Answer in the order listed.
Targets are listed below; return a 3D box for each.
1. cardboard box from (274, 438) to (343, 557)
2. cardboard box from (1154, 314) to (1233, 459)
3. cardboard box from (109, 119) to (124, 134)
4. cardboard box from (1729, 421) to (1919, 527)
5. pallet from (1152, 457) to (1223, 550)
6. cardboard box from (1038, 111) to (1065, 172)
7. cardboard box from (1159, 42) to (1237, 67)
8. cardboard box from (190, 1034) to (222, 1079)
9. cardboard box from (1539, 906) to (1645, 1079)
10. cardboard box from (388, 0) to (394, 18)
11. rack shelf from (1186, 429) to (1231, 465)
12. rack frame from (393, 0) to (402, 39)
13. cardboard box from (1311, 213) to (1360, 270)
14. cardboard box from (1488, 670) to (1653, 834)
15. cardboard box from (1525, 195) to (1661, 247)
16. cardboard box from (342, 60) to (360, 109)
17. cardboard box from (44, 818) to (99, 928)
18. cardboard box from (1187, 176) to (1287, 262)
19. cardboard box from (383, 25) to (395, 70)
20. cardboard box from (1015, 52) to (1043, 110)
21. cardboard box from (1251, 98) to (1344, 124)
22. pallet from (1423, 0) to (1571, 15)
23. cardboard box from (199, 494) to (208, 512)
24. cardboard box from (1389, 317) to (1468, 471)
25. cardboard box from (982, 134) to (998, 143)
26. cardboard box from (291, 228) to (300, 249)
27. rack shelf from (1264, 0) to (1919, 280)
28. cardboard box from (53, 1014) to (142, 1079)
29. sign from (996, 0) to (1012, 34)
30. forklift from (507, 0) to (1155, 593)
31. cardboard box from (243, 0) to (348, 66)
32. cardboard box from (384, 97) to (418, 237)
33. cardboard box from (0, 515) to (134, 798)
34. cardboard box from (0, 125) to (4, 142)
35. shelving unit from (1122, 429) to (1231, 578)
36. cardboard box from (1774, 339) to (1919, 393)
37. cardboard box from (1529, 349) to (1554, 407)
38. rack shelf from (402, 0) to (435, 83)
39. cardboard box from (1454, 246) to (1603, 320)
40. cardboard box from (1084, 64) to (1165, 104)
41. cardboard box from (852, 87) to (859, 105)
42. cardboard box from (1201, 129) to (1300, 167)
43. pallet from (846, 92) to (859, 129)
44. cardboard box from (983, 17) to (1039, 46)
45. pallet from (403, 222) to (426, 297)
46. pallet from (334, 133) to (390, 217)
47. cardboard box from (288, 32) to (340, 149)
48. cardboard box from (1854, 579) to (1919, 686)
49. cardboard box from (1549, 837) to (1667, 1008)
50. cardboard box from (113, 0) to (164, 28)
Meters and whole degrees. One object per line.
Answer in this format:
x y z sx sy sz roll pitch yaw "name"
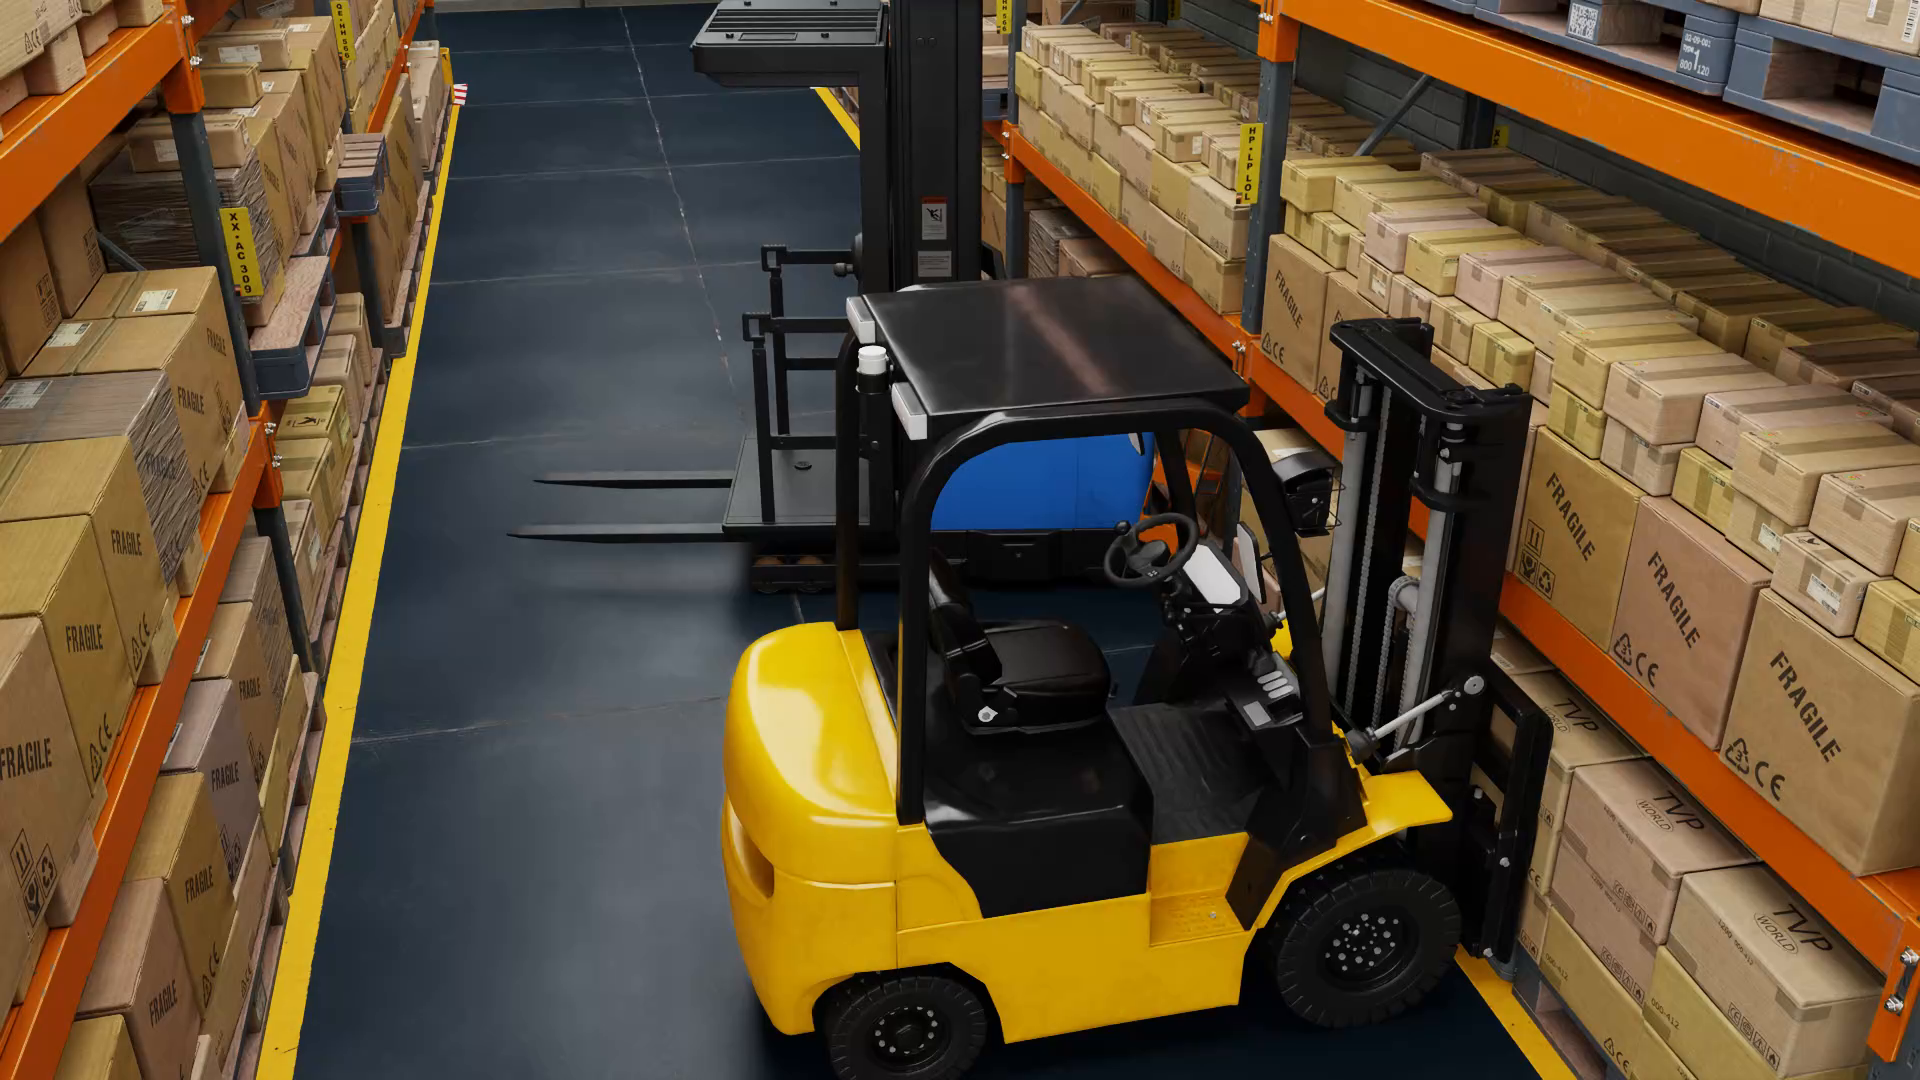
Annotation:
-3.418 -0.156 7.680 0.950 0.372 0.625 -4 27 -8 "cardboard box"
1.407 -0.799 8.673 0.875 0.625 0.625 -6 27 -12 "cardboard box"
-3.624 -1.732 6.725 0.380 0.149 0.250 -7 28 -13 "cardboard box"
2.147 -0.166 4.089 0.380 0.149 0.250 -5 27 -10 "cardboard box"
1.499 -0.177 8.366 1.003 0.211 1.213 -6 27 -12 "pallet"
0.772 -2.350 9.744 0.500 0.250 0.500 -7 28 -13 "cardboard box"
1.362 -2.746 9.531 0.380 0.149 0.250 -6 28 -13 "cardboard box"
-2.251 1.593 4.351 0.500 0.250 0.500 -5 27 -10 "cardboard box"
2.088 1.301 4.930 0.500 0.250 0.500 -6 27 -12 "cardboard box"
-4.599 -4.096 12.647 0.500 0.250 0.500 -6 27 -12 "cardboard box"
1.093 -0.500 7.488 0.240 0.259 0.215 25 16 40 "rack shelf"
-4.935 -4.108 13.061 1.000 3.000 0.127 -6 27 -12 "rack frame"
1.578 -1.156 6.381 0.380 0.149 0.250 -5 27 -10 "cardboard box"
1.952 0.633 5.143 0.500 0.250 0.500 -6 27 -11 "cardboard box"
2.275 -1.127 5.993 0.380 0.149 0.250 -6 27 -13 "cardboard box"
-3.907 -2.756 9.993 0.500 0.250 0.500 -6 27 -12 "cardboard box"
-2.170 0.751 3.711 0.380 0.149 0.250 -6 27 -11 "cardboard box"
1.343 -1.448 7.401 0.500 0.250 0.500 -7 28 -13 "cardboard box"
-4.475 -3.646 12.312 0.500 0.250 0.500 -6 27 -12 "cardboard box"
0.639 -2.792 10.065 0.500 0.250 0.500 -6 27 -12 "cardboard box"
1.659 -2.067 8.186 0.380 0.149 0.250 -6 27 -12 "cardboard box"
1.920 -2.030 5.712 1.003 0.211 1.213 -6 27 -12 "pallet"
-2.717 -0.143 5.483 0.380 0.149 0.250 -6 27 -11 "cardboard box"
1.797 -0.476 5.754 0.500 0.500 0.500 -6 27 -12 "cardboard box"
0.263 -2.877 12.209 0.380 0.149 0.250 -6 27 -12 "cardboard box"
-3.206 -1.399 7.507 0.380 0.149 0.250 -6 27 -11 "cardboard box"
2.154 -1.242 4.851 1.077 0.370 4.000 -6 27 -12 "rack shelf"
-2.149 1.472 3.757 0.500 0.500 0.500 -7 28 -13 "cardboard box"
0.275 -3.280 10.223 0.100 0.325 0.005 -6 27 -12 "sign"
-0.625 -1.302 7.576 3.031 2.935 1.130 -1 27 -1 "forklift"
-3.907 -3.085 9.812 0.500 0.500 0.500 -7 28 -13 "cardboard box"
-4.506 -2.688 12.138 0.875 0.875 0.875 -5 27 -10 "cardboard box"
-2.303 0.295 3.895 0.500 0.500 0.500 -6 27 -13 "cardboard box"
-2.383 -0.924 3.702 0.380 0.149 0.250 -7 28 -13 "cardboard box"
1.023 -0.242 7.545 0.252 1.050 0.215 25 16 40 "shelving unit"
2.512 -0.438 4.628 0.380 0.149 0.250 -5 27 -10 "cardboard box"
1.972 -0.483 5.048 0.380 0.149 0.250 -6 27 -12 "cardboard box"
-5.386 -4.665 14.962 1.077 0.370 4.000 -6 27 -12 "rack shelf"
1.853 -0.842 5.427 0.380 0.149 0.250 -6 27 -12 "cardboard box"
0.887 -2.457 8.958 0.380 0.149 0.250 -5 27 -11 "cardboard box"
-0.780 -4.542 16.228 0.500 0.500 0.500 -5 27 -11 "cardboard box"
1.330 -1.788 7.632 0.380 0.149 0.250 -6 27 -12 "cardboard box"
-0.532 -4.207 16.352 1.003 0.211 1.213 -6 27 -12 "pallet"
0.248 -3.409 11.375 0.500 0.250 0.500 -7 28 -14 "cardboard box"
-4.409 -1.996 11.970 1.003 0.211 1.213 -6 27 -12 "pallet"
-3.769 -1.965 9.026 1.213 0.211 1.003 -6 27 -12 "pallet"
-3.533 -2.320 8.611 0.500 0.500 0.500 -6 27 -12 "cardboard box"
2.253 0.196 3.702 0.380 0.149 0.250 -6 27 -11 "cardboard box"
2.087 1.068 4.837 0.500 0.250 0.500 -6 27 -12 "cardboard box"
-2.763 -1.716 5.270 0.380 0.149 0.250 -6 27 -11 "cardboard box"
